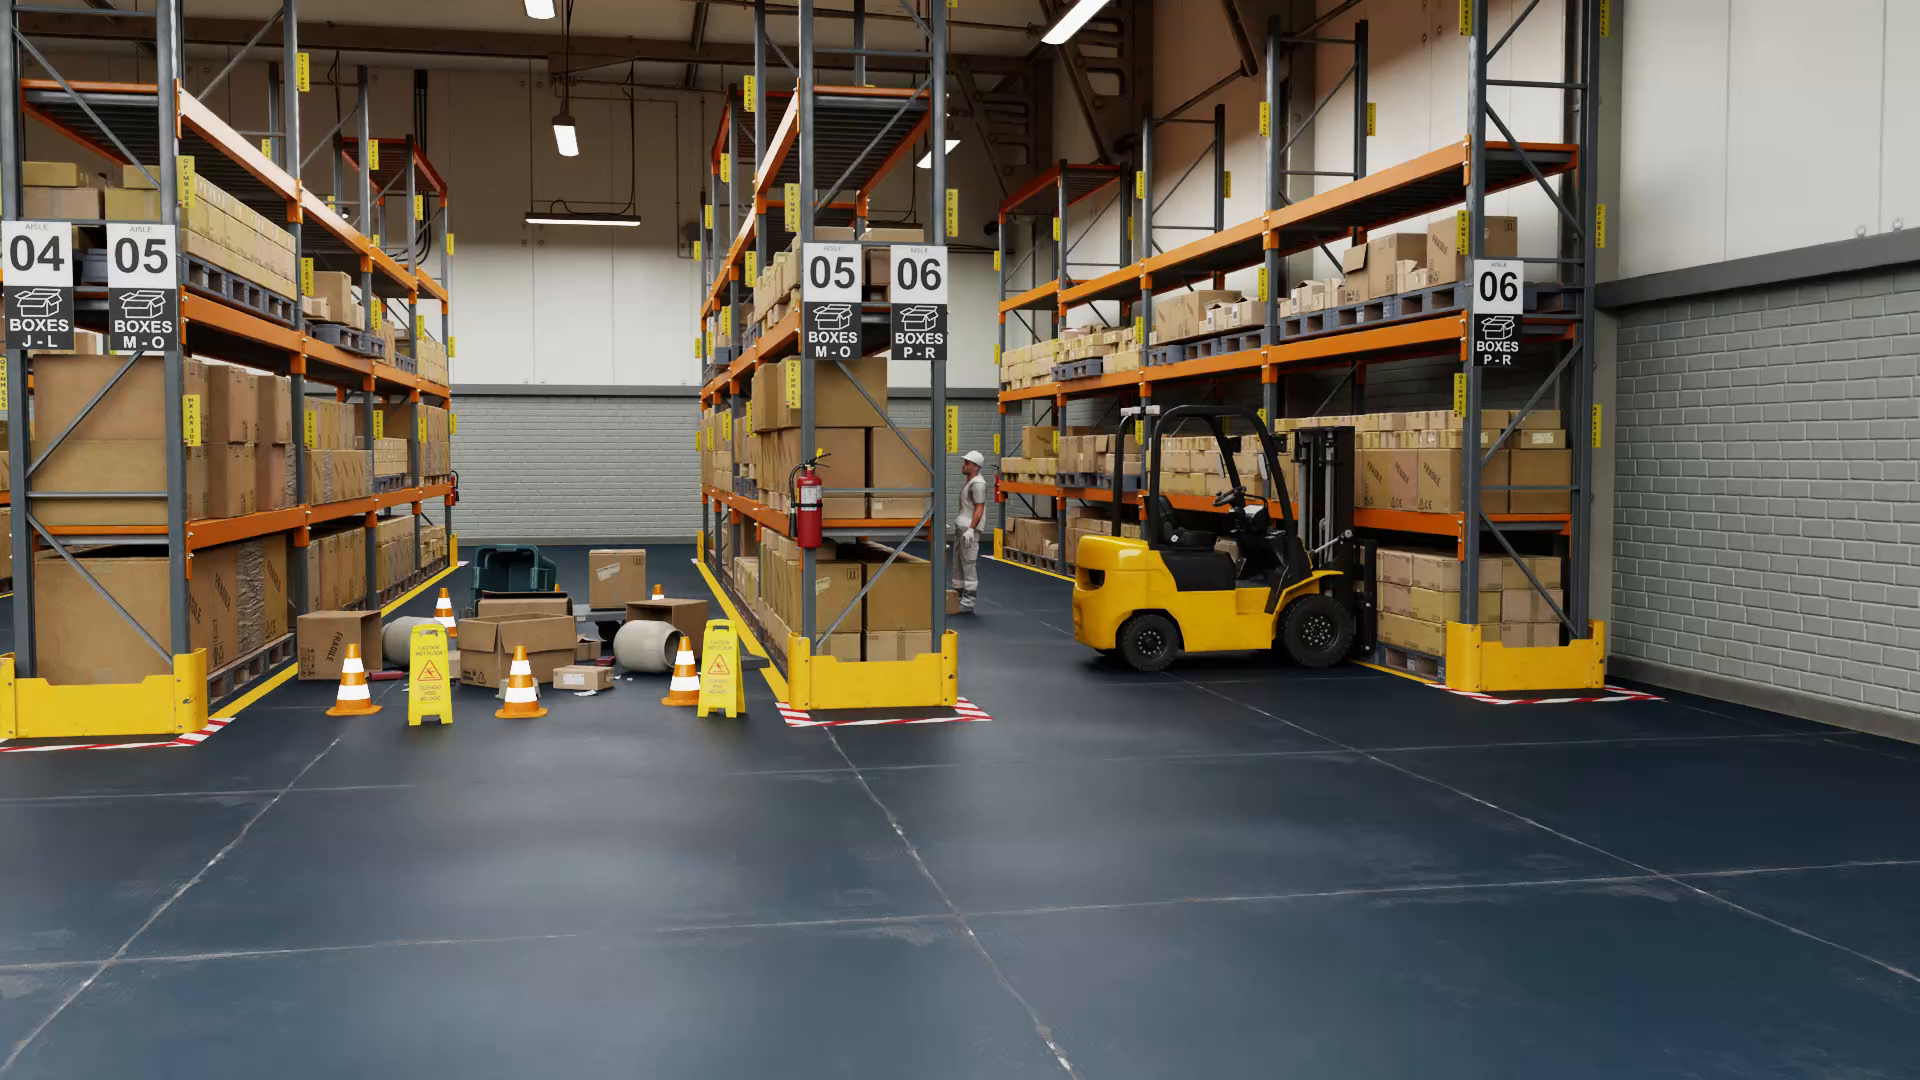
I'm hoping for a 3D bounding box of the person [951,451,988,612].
[{"bbox_3d":[0.014,-0.094,18.439,0.565,1.787,0.637,-1,3,-11],"label":"person"}]
